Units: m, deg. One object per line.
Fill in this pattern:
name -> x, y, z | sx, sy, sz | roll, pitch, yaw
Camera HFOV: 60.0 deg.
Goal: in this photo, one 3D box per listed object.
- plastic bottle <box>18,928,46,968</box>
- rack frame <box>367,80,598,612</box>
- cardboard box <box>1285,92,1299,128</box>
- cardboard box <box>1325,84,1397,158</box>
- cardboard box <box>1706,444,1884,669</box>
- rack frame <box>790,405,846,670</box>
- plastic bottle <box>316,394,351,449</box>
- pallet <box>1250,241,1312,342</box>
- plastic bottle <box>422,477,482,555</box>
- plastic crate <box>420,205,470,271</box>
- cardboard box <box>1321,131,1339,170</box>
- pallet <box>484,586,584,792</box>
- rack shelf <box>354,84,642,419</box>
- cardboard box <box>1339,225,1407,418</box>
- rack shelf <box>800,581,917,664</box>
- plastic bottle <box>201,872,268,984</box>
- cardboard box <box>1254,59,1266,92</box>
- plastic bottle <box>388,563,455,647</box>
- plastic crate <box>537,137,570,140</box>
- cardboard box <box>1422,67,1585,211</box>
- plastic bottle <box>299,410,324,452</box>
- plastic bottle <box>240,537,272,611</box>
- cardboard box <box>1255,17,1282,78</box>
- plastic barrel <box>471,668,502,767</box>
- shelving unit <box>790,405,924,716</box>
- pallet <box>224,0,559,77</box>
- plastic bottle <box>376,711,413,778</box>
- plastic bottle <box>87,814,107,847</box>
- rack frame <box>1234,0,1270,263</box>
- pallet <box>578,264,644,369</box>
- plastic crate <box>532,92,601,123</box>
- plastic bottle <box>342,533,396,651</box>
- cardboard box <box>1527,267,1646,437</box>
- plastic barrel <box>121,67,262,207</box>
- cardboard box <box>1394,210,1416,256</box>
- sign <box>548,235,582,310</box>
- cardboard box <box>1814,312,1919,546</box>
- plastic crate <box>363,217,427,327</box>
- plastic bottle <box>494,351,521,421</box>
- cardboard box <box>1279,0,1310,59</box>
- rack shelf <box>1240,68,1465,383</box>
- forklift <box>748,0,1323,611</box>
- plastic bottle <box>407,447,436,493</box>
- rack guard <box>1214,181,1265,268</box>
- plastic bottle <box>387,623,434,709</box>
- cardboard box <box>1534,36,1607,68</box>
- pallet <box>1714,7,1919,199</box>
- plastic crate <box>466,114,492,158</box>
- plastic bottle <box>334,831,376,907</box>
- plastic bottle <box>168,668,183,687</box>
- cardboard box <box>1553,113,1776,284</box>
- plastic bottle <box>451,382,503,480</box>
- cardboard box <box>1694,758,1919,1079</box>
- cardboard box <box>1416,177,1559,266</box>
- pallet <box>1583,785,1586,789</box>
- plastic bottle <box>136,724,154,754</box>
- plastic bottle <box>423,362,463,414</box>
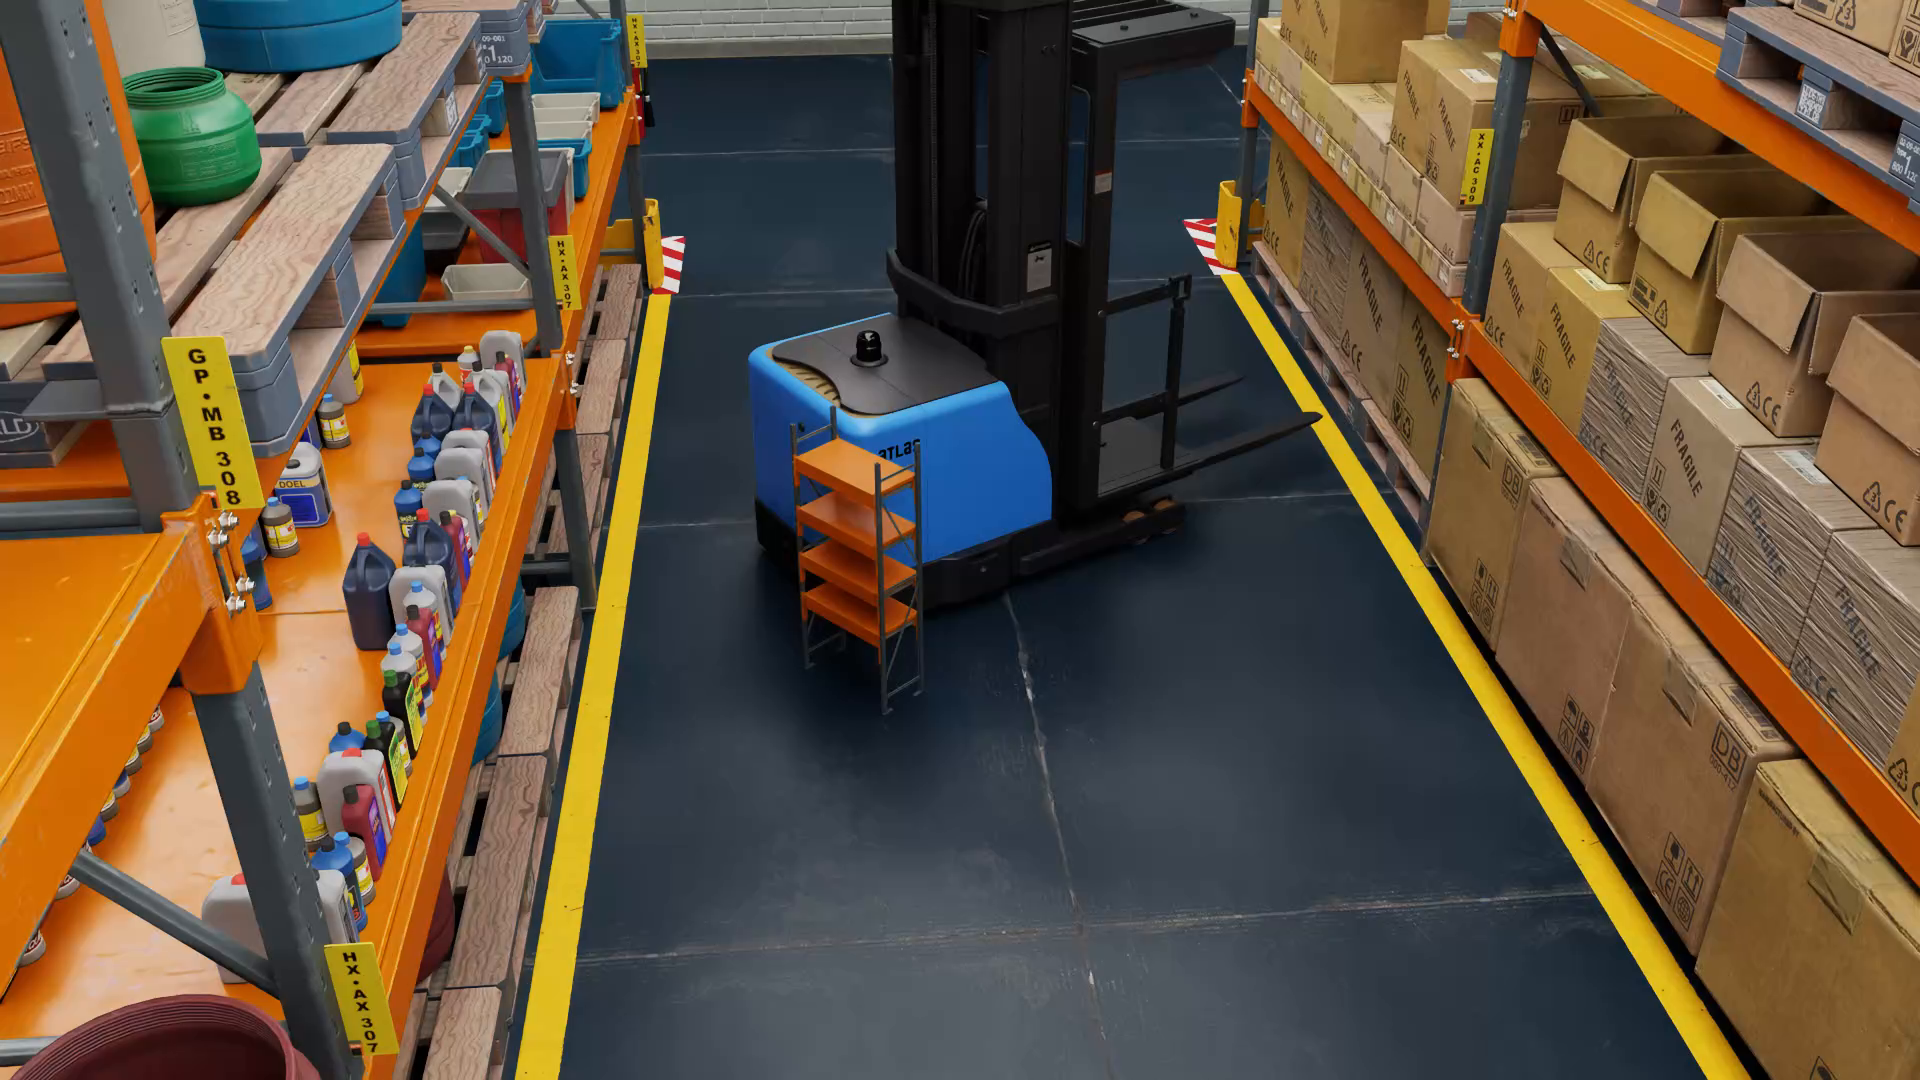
plastic bottle -> -2.270, 0.917, 3.983 | 0.097, 0.201, 0.097 | 0, 31, 0
rack frame -> -2.189, -0.965, 6.940 | 1.000, 3.000, 0.127 | -3, 31, -5
cardboard box -> 2.148, -2.545, 9.830 | 0.380, 0.149, 0.250 | -3, 31, -5
cardboard box -> 2.297, -2.262, 8.967 | 0.500, 0.250, 0.500 | -3, 31, -6
cardboard box -> 2.731, 0.037, 5.165 | 0.500, 0.500, 0.500 | -4, 31, -6
rack frame -> -0.597, 0.007, 7.068 | 0.015, 1.200, 0.240 | 26, 39, 36
plastic bottle -> -2.368, -0.453, 6.278 | 0.097, 0.201, 0.097 | 0, 31, 0
pallet -> 2.521, -1.643, 10.794 | 1.003, 0.211, 1.213 | -3, 31, -5
plastic bottle -> -1.715, -0.095, 5.604 | 0.152, 0.276, 0.135 | -3, 31, -5
plastic crate -> -2.561, -1.431, 7.930 | 0.437, 0.125, 0.590 | -3, 31, -5
cardboard box -> 2.218, -2.154, 9.176 | 0.380, 0.149, 0.250 | -4, 31, -6
pallet -> -2.158, 0.628, 6.992 | 1.003, 0.211, 1.213 | -3, 31, -5
rack shelf -> -2.376, -1.677, 8.834 | 1.077, 0.370, 4.000 | -3, 31, -5
cardboard box -> 2.676, -1.270, 9.114 | 0.875, 0.875, 0.875 | -3, 31, -5
rack shelf -> -0.420, 0.321, 7.061 | 0.480, 0.148, 0.258 | 26, 39, 36
plastic bottle -> -1.685, 0.902, 3.936 | 0.152, 0.276, 0.135 | -3, 31, -5
cardboard box -> 2.073, -2.939, 10.491 | 0.380, 0.149, 0.250 | -2, 31, -4
plastic bottle -> -1.663, 0.186, 5.134 | 0.152, 0.276, 0.135 | -3, 31, -5
plastic crate -> -2.197, -2.072, 8.992 | 0.298, 0.136, 0.250 | -3, 31, -5
cardboard box -> 2.433, -1.809, 7.479 | 0.500, 0.500, 0.500 | -2, 31, -3
plastic bottle -> -2.491, -0.470, 6.233 | 0.152, 0.276, 0.135 | -3, 31, -5
plastic bottle -> -2.272, 0.089, 5.301 | 0.097, 0.271, 0.097 | 0, 31, 0
cardboard box -> 2.145, -3.050, 10.286 | 0.500, 0.250, 0.500 | -4, 31, -6
plastic barrel -> -2.089, 0.396, 6.299 | 0.600, 0.901, 0.708 | -3, 31, -5
shelving unit -> -0.420, 0.093, 6.924 | 0.503, 1.200, 0.258 | 26, 39, 36
pallet -> -2.018, -1.776, 5.557 | 1.213, 0.211, 1.003 | -3, 31, -5
plastic bottle -> -1.573, 0.562, 4.578 | 0.097, 0.201, 0.097 | 0, 31, 0
plastic bottle -> -2.310, 0.670, 4.329 | 0.097, 0.271, 0.097 | 0, 31, 0
rack frame -> 2.369, -3.244, 10.756 | 1.000, 3.000, 0.127 | -3, 31, -5
pallet -> -2.524, -1.387, 10.366 | 1.003, 0.211, 1.213 | -3, 31, -5
plastic crate -> -2.306, -2.512, 9.729 | 0.396, 0.136, 0.243 | -3, 31, -5
plastic bottle -> -1.813, 0.148, 5.124 | 0.144, 0.351, 0.185 | -3, 31, -5
cardboard box -> 2.584, -0.741, 6.469 | 0.500, 0.500, 0.500 | -3, 31, -5
plastic barrel -> -1.685, -0.876, 3.608 | 0.294, 0.245, 0.294 | 0, 31, 0
cardboard box -> 2.340, -1.497, 8.075 | 0.380, 0.149, 0.250 | -3, 31, -5
sign -> -1.641, -1.109, 6.911 | 0.100, 0.325, 0.005 | -3, 31, -5
cardboard box -> 3.006, -0.340, 4.819 | 0.797, 0.503, 0.637 | -2, 31, -3
plastic crate -> -2.572, -1.206, 7.300 | 0.392, 0.384, 0.575 | -3, 31, -5
plastic bottle -> -1.763, -0.613, 6.465 | 0.061, 0.283, 0.133 | -3, 31, -5
cardboard box -> 2.191, -3.116, 9.667 | 0.500, 0.500, 0.500 | -3, 31, -6
rack shelf -> 2.555, -1.914, 9.231 | 1.077, 0.370, 4.000 | -3, 31, -5
forklift -> 0.515, -1.438, 7.800 | 3.031, 2.935, 1.130 | -19, 36, -29
plastic bottle -> -1.859, -0.196, 5.778 | 0.097, 0.271, 0.097 | 0, 31, 0
rack guard -> 2.366, -2.183, 11.418 | 1.175, 0.500, 0.348 | -3, 31, -5
plastic bottle -> -1.604, 0.364, 4.841 | 0.097, 0.271, 0.097 | 0, 31, 0
cardboard box -> 2.914, -2.096, 7.959 | 0.500, 0.500, 0.500 | -3, 31, -5
pallet -> 2.896, -1.263, 4.699 | 1.003, 0.211, 1.213 | -1, 31, -2
plastic crate -> -2.744, -2.147, 9.024 | 0.416, 0.233, 0.300 | -3, 31, -5
plastic bottle -> -1.527, 0.816, 4.152 | 0.097, 0.201, 0.097 | 0, 31, 0
plastic bottle -> -2.358, 0.246, 4.961 | 0.144, 0.351, 0.185 | -3, 31, -5
cardboard box -> 2.810, -1.350, 6.509 | 0.797, 0.503, 0.637 | -4, 31, -6
plastic bottle -> -1.760, -0.396, 6.035 | 0.144, 0.351, 0.185 | -3, 31, -5
cardboard box -> 3.072, 1.219, 4.947 | 1.225, 0.875, 0.875 | -4, 31, -7
cardboard box -> 2.440, -1.478, 7.656 | 0.500, 0.250, 0.500 | -3, 31, -6
pallet -> 3.007, 1.010, 6.354 | 1.003, 0.211, 1.213 | -3, 31, -5
plastic bottle -> -2.347, 0.501, 4.680 | 0.097, 0.201, 0.097 | 0, 31, 0
plastic bottle -> -1.921, -0.483, 6.182 | 0.144, 0.351, 0.185 | -3, 31, -5
